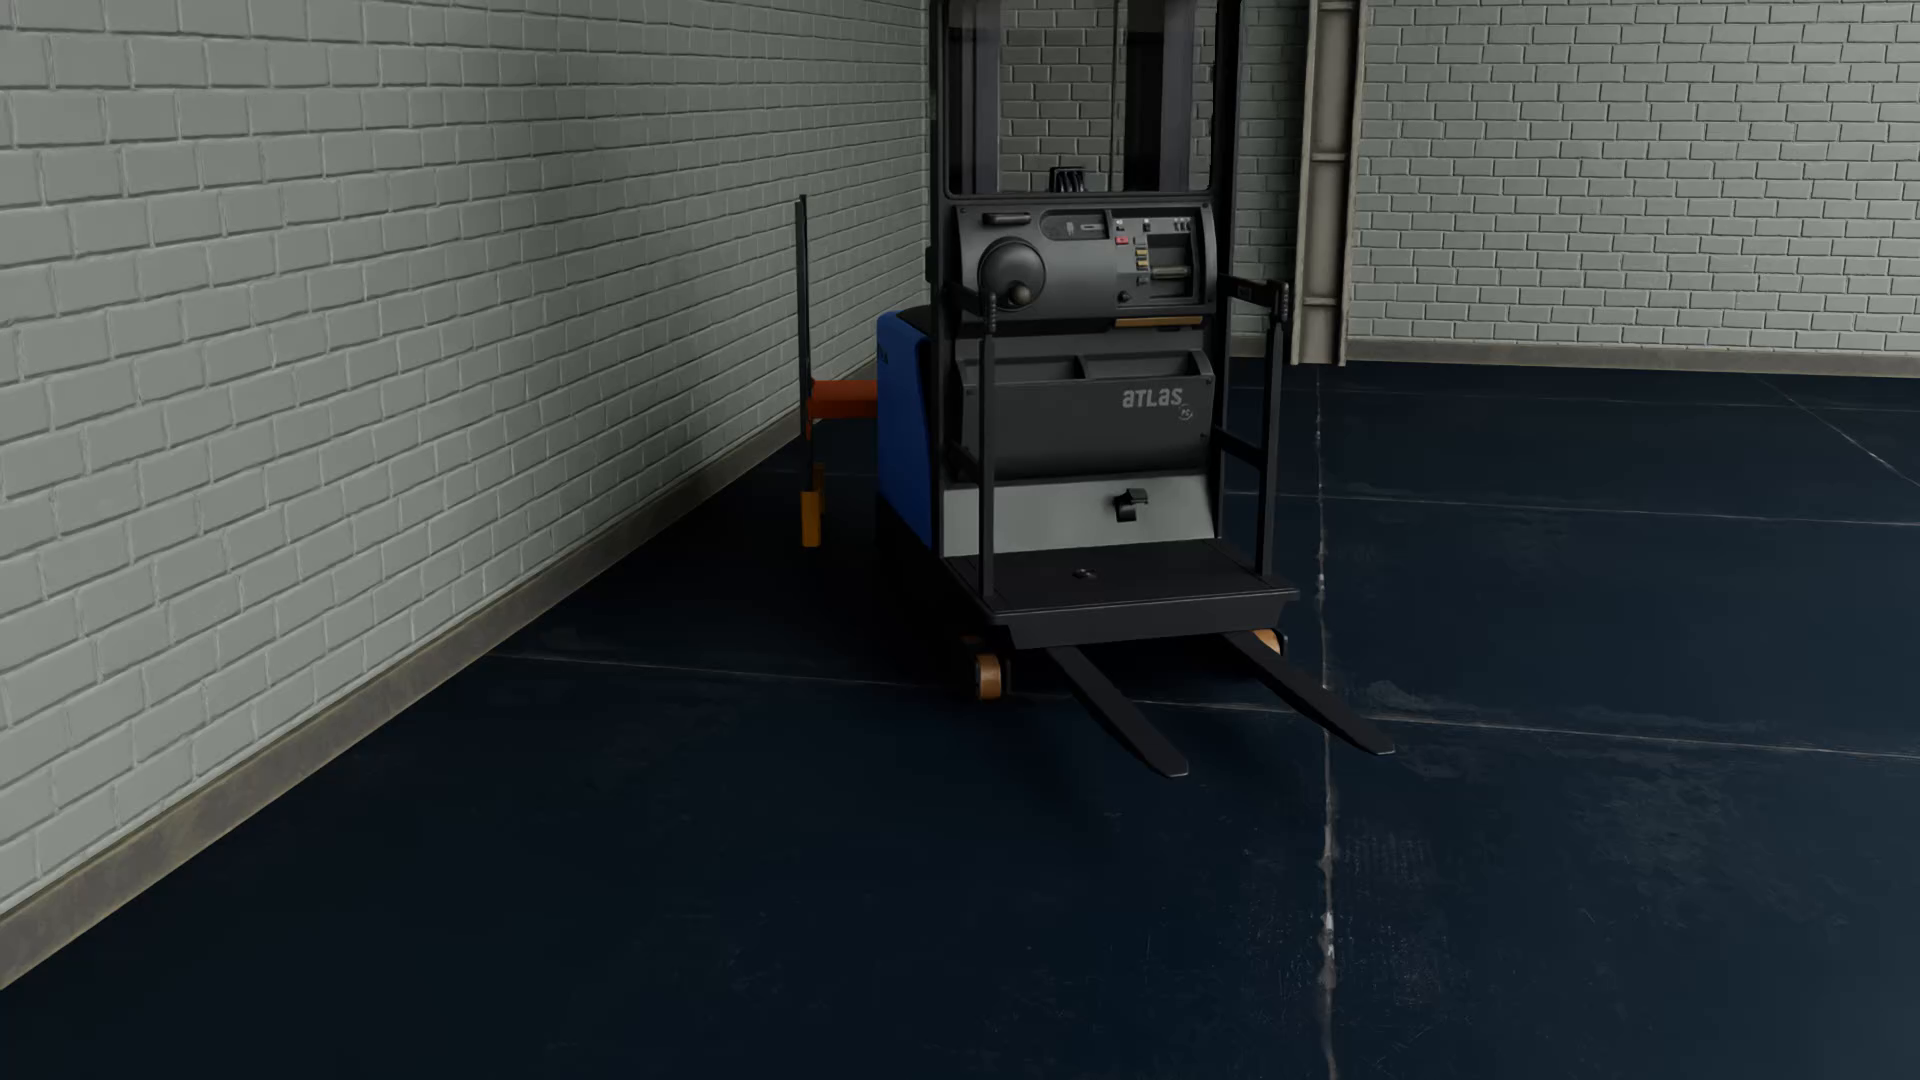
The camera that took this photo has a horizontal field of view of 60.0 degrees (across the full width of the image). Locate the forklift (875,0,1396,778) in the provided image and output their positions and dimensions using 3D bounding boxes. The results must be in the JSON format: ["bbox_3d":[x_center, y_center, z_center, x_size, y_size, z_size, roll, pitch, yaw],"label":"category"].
[{"bbox_3d":[0.498,-0.986,5.561,1.130,2.935,3.031,-4,16,-14],"label":"forklift"}]

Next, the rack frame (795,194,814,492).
[{"bbox_3d":[-0.695,-0.771,7.467,0.032,1.500,0.500,-1,16,-3],"label":"rack frame"}]

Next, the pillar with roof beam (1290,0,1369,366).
[{"bbox_3d":[1.768,-4.519,6.949,0.400,9.000,9.100,3,16,11],"label":"pillar with roof beam"}]

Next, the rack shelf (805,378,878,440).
[{"bbox_3d":[-0.188,-0.605,7.540,1.000,0.185,0.538,-1,16,-3],"label":"rack shelf"}]

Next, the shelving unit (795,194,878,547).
[{"bbox_3d":[-0.179,-0.778,7.493,1.083,1.500,0.587,-1,16,-3],"label":"shelving unit"}]

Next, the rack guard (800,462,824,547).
[{"bbox_3d":[-0.676,-0.169,7.635,0.087,0.250,0.587,-1,16,-3],"label":"rack guard"}]
